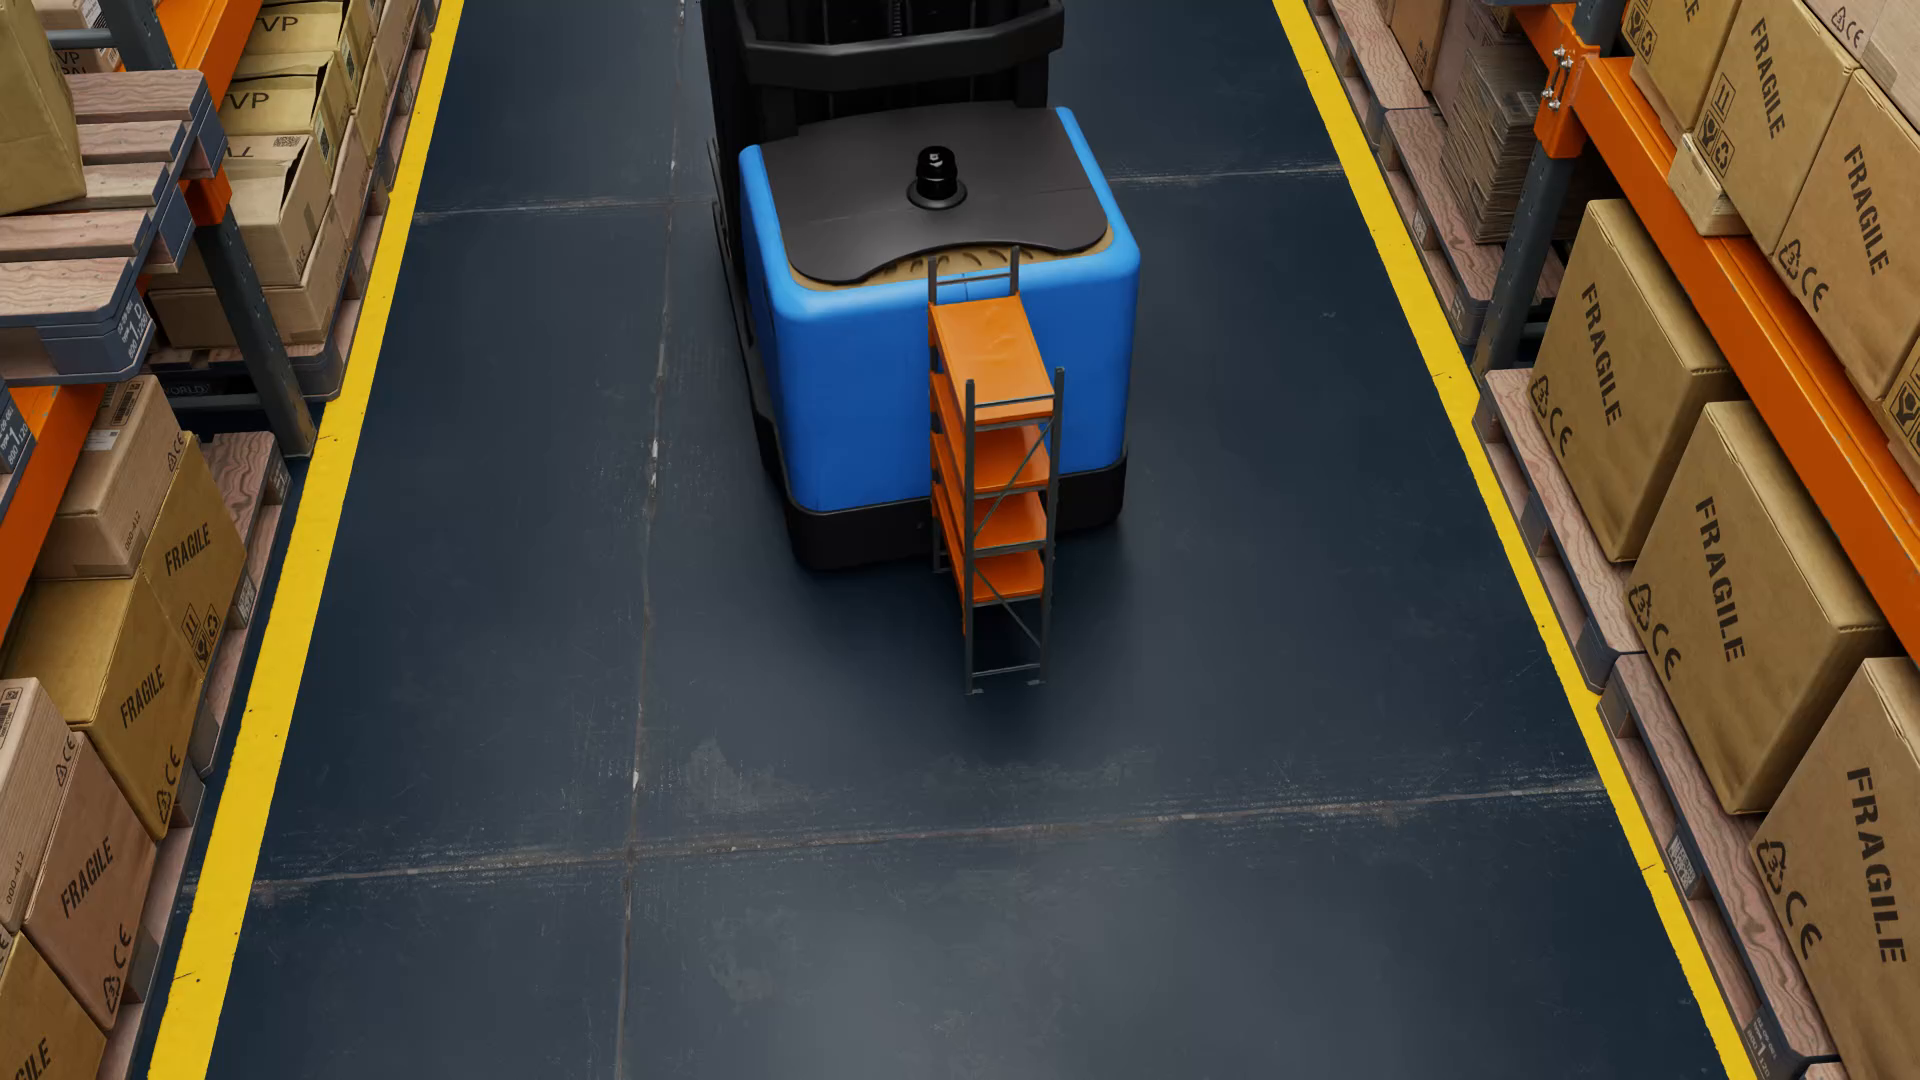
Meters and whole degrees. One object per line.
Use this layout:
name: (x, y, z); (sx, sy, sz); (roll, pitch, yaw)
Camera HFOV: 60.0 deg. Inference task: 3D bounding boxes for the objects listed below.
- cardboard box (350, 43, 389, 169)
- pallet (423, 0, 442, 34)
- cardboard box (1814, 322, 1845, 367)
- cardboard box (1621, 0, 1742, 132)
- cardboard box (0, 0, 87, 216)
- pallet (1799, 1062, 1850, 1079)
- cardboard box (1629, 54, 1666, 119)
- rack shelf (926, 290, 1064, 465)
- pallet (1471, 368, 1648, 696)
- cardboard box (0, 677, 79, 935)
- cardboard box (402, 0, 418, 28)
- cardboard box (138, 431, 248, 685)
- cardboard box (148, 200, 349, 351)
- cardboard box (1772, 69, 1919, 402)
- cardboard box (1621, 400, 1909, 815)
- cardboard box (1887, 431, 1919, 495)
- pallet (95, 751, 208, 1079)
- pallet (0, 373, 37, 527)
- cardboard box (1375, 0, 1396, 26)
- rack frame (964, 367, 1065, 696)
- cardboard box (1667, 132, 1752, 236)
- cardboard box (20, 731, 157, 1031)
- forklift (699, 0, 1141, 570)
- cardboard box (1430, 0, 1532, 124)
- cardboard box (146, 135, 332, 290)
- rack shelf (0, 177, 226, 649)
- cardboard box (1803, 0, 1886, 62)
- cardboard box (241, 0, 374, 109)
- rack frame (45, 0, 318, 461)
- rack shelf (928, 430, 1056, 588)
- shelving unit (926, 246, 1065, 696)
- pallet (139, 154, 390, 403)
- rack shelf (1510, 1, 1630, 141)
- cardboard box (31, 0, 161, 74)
cardboard box: (-2.494, -1.648, 6.350); (0.500, 0.250, 0.500); (-5, 47, -4)
pallet: (-2.885, -2.718, 7.679); (1.003, 0.211, 1.213); (-3, 47, -3)
cardboard box: (2.207, -0.543, 3.858); (0.380, 0.149, 0.250); (-3, 47, -2)
cardboard box: (2.071, -1.394, 4.216); (0.500, 0.500, 0.500); (-2, 47, -2)
cardboard box: (-2.485, -1.043, 3.814); (0.700, 0.500, 0.500); (-18, 49, -16)
pallet: (2.481, 1.682, 3.511); (1.003, 0.211, 1.213); (-3, 47, -3)
cardboard box: (2.083, -1.285, 4.561); (0.380, 0.149, 0.250); (-4, 47, -4)
rack shelf: (0.084, -0.425, 4.285); (0.258, 0.148, 0.480); (-8, 47, -8)
pallet: (2.277, -0.083, 5.183); (1.003, 0.211, 1.213); (-3, 47, -3)
cardboard box: (-2.239, 0.580, 3.537); (0.500, 0.250, 0.500); (-4, 47, -4)
cardboard box: (-2.578, -2.388, 7.050); (0.500, 0.250, 0.500); (-3, 47, -2)
cardboard box: (-2.338, 0.057, 4.548); (0.500, 0.500, 0.500); (-2, 47, -2)
cardboard box: (-2.401, -0.909, 5.649); (0.500, 0.250, 0.500); (-4, 47, -3)
cardboard box: (2.146, -0.655, 3.517); (0.500, 0.500, 0.500); (-4, 47, -3)
cardboard box: (2.284, 0.152, 4.232); (0.750, 0.750, 0.750); (-4, 47, -3)
cardboard box: (2.222, -0.176, 3.510); (0.380, 0.149, 0.250); (-3, 47, -3)
pallet: (-2.526, 1.069, 4.093); (1.003, 0.211, 1.213); (-3, 47, -3)
pallet: (-2.483, 0.159, 3.165); (1.003, 0.211, 1.213); (-3, 47, -3)
cardboard box: (2.125, -2.529, 6.998); (0.700, 0.500, 0.500); (-3, 47, -3)
rack frame: (0.132, 0.018, 4.406); (0.240, 1.200, 0.015); (-8, 47, -8)
cardboard box: (2.033, -0.905, 4.200); (0.380, 0.149, 0.250); (-2, 47, -2)
cardboard box: (-2.245, 0.811, 3.834); (0.500, 0.500, 0.500); (-5, 47, -5)
forklift: (-0.309, -2.009, 5.134); (1.130, 2.935, 3.031); (-9, 47, -9)
cardboard box: (2.246, -1.806, 6.313); (0.700, 0.500, 0.500); (-4, 47, -3)
cardboard box: (-2.401, -1.102, 5.446); (0.500, 0.311, 0.500); (-2, 47, -2)
rack shelf: (-2.483, 0.381, 3.319); (1.077, 0.370, 4.000); (-3, 47, -3)
cardboard box: (2.113, -1.286, 3.598); (0.500, 0.250, 0.500); (-4, 47, -4)
cardboard box: (-2.494, -1.850, 6.155); (0.500, 0.311, 0.500); (-5, 47, -4)
rack frame: (-2.650, -1.313, 4.428); (1.000, 3.000, 0.127); (-3, 47, -3)
rack shelf: (0.084, -0.109, 4.619); (0.258, 0.148, 0.480); (-8, 47, -8)
shelving unit: (0.084, -0.155, 4.571); (0.258, 1.200, 0.503); (-8, 47, -8)
pallet: (-2.680, -0.952, 6.007); (1.003, 0.211, 1.213); (-3, 47, -3)
rack shelf: (2.118, -2.817, 6.347); (1.077, 0.370, 4.000); (-3, 47, -3)
cardboard box: (-2.637, -1.548, 4.712); (0.500, 0.311, 0.500); (-1, 47, -1)
